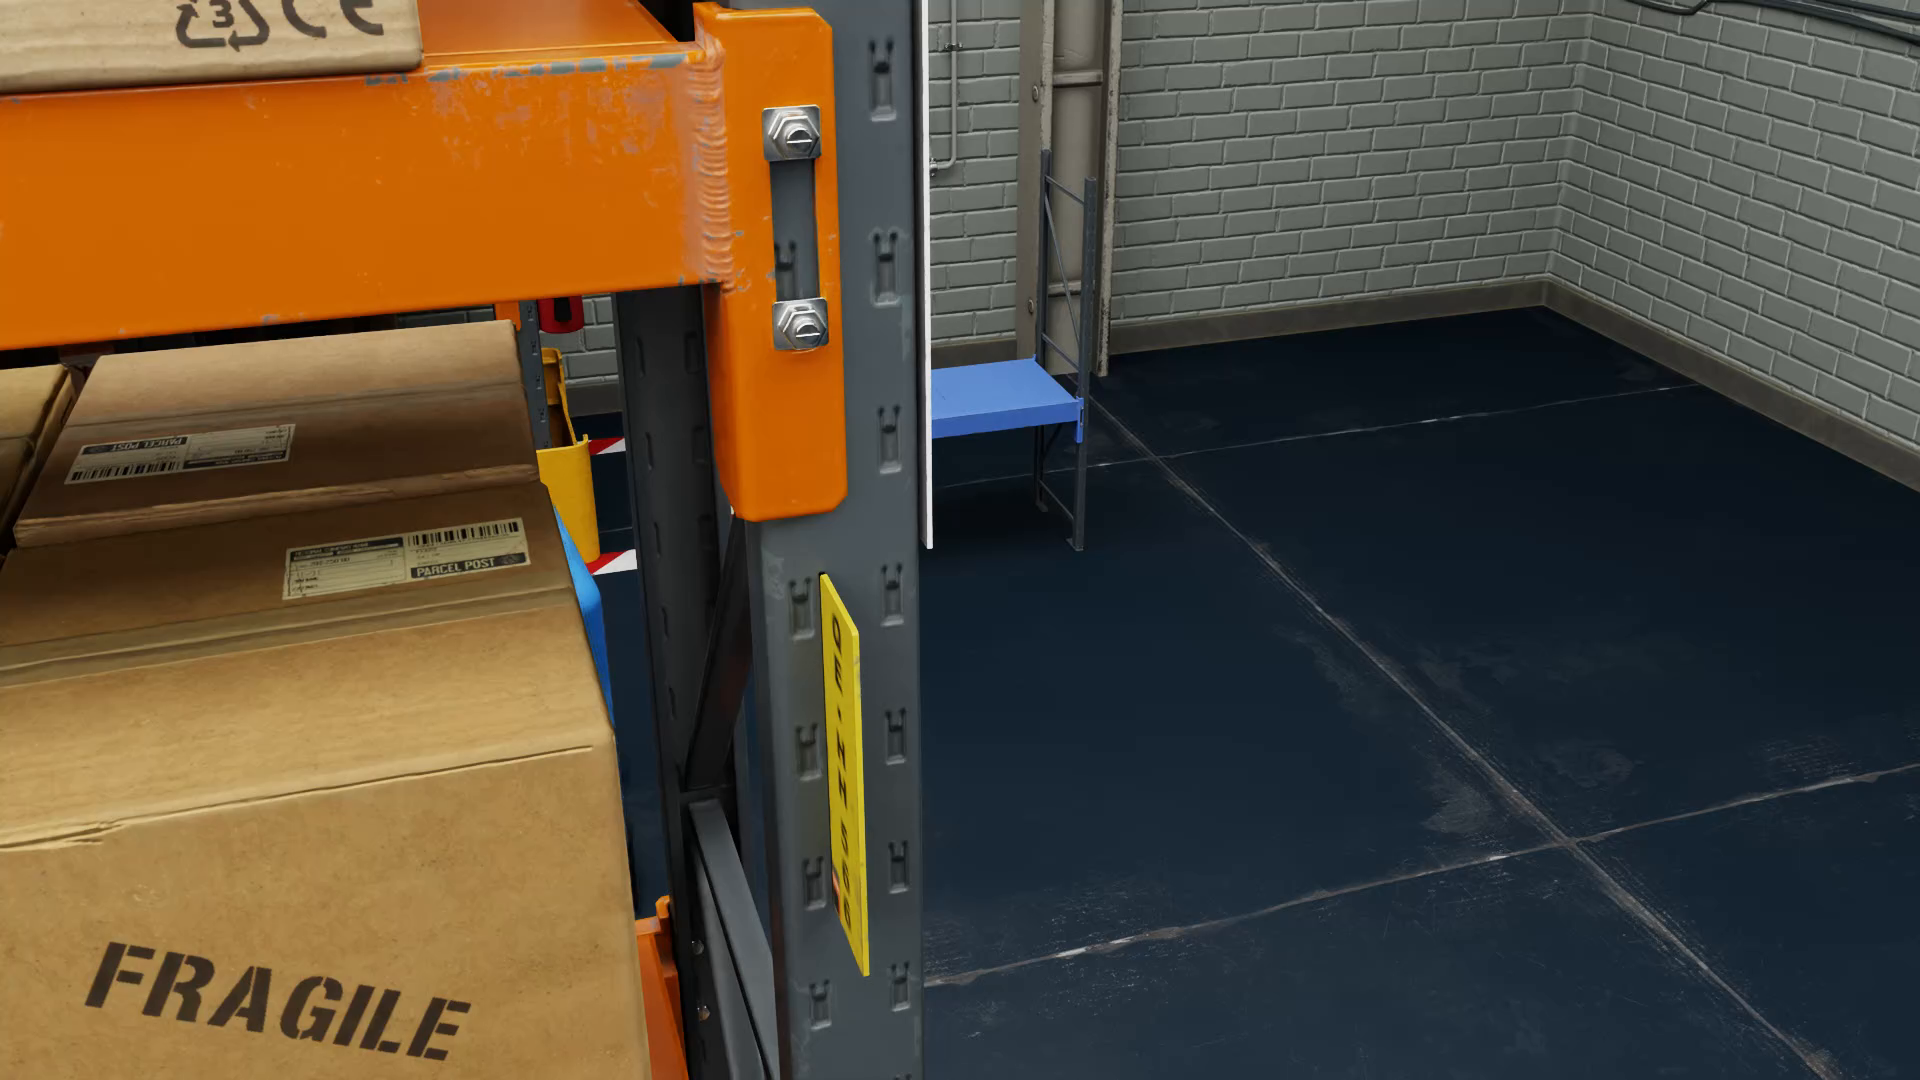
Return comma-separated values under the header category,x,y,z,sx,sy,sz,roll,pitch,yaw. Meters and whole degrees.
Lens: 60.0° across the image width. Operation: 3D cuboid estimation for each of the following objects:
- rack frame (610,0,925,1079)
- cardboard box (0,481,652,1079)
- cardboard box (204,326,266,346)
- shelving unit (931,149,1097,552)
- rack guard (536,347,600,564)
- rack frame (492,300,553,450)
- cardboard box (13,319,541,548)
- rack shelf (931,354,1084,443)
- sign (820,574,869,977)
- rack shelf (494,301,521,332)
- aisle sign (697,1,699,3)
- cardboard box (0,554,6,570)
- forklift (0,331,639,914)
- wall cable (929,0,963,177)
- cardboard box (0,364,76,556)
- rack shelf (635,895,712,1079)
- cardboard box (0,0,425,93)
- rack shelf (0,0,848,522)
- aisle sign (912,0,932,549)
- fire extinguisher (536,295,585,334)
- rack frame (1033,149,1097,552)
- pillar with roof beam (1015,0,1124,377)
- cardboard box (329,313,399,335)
category,x,y,z,sx,sy,sz,roll,pitch,yaw
rack frame,-0.246,0.614,2.140,0.053,2.616,0.949,-8,28,-16
cardboard box,-0.583,0.300,1.535,0.500,0.500,0.500,-8,28,-17
cardboard box,-2.841,-0.731,6.458,0.250,0.149,0.380,-8,28,-16
shelving unit,-0.081,-0.660,6.393,1.048,1.500,0.538,-8,28,-16
rack guard,-1.759,-0.362,6.918,0.348,0.500,1.175,-8,28,-16
rack frame,-1.782,-1.479,6.355,0.127,3.000,1.000,-8,28,-16
cardboard box,-0.748,0.072,1.994,0.500,0.500,0.500,-7,27,-15
rack shelf,-0.081,-0.499,6.473,1.000,0.185,0.538,-8,28,-16
sign,-0.092,0.192,1.332,0.005,0.325,0.100,-8,28,-16
rack shelf,-3.684,-0.881,5.961,4.000,0.370,1.077,-8,28,-16
aisle sign,-0.271,-0.683,1.828,0.004,0.787,0.394,-8,28,-16
cardboard box,-1.063,0.370,1.394,0.500,0.500,0.500,-7,27,-15
forklift,-2.445,-0.157,3.771,3.031,2.935,1.130,-11,29,-21
wall cable,-0.858,-2.510,7.290,1.851,1.984,0.084,-8,28,-16
cardboard box,-1.243,0.147,1.843,0.500,0.500,0.500,-8,27,-16
rack shelf,-2.146,1.213,1.743,4.000,0.370,1.077,-8,28,-16
cardboard box,-0.652,-0.479,1.137,0.500,0.250,0.500,-8,28,-16
rack shelf,-2.146,-0.131,1.076,4.000,0.370,1.077,-8,28,-16
aisle sign,-0.085,-0.429,1.317,0.004,0.787,0.394,-8,28,-16
fire extinguisher,-1.496,-1.103,6.104,0.183,0.674,0.296,-8,28,-16
rack frame,0.402,-0.730,6.534,0.032,1.500,0.500,-8,28,-16
pillar with roof beam,1.850,-3.083,2.840,0.400,9.000,9.100,-8,28,-16
cardboard box,-2.360,-0.801,6.599,0.250,0.149,0.380,-8,28,-16
